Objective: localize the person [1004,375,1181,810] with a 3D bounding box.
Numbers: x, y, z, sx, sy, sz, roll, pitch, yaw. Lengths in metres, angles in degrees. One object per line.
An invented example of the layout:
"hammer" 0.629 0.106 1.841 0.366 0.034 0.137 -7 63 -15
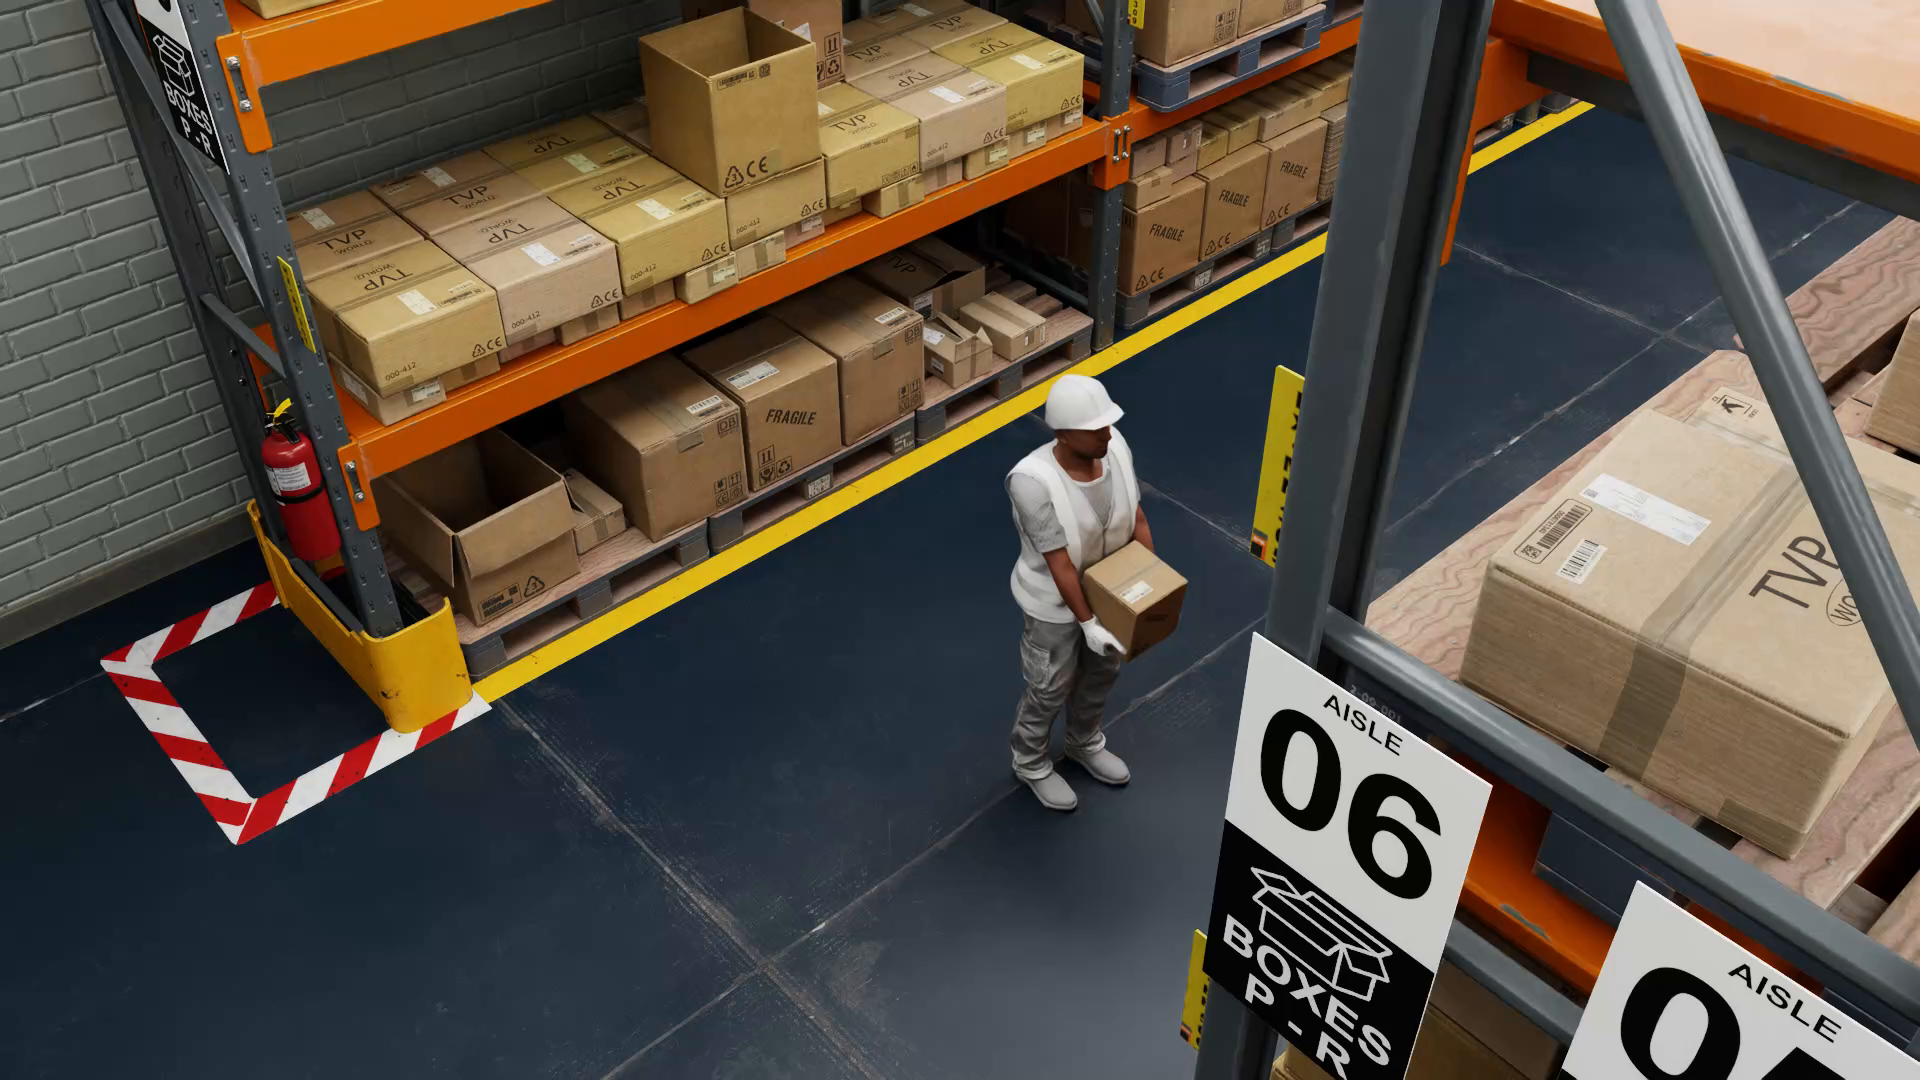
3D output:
"person" 0.476 0.235 5.855 0.489 1.781 0.573 -30 48 -31
